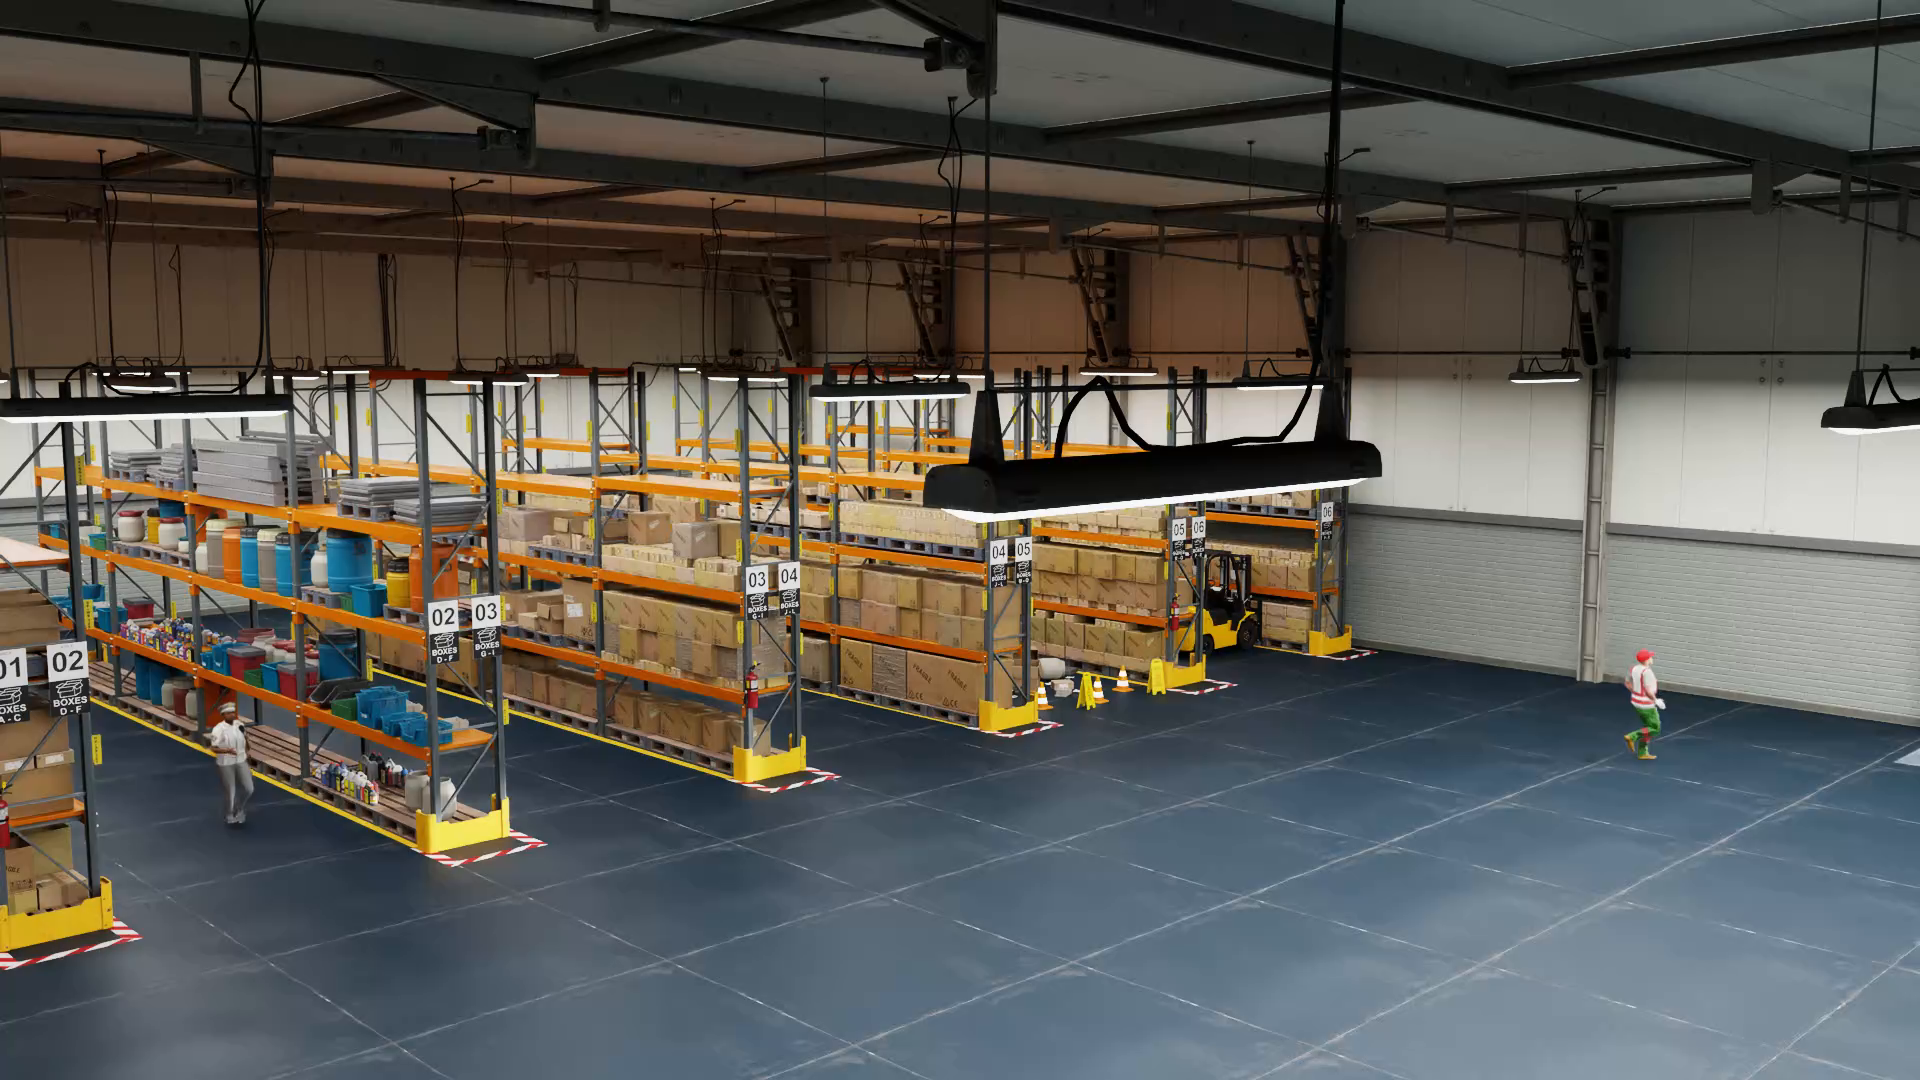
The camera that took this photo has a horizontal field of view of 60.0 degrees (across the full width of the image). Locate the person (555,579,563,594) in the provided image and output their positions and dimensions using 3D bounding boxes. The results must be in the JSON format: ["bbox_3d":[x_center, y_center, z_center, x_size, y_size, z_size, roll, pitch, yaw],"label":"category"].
[{"bbox_3d":[-8.476,1.578,35.405,0.603,1.568,0.561,5,8,40],"label":"person"}]

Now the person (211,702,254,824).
[{"bbox_3d":[-9.690,2.996,22.231,0.599,1.676,0.561,6,9,41],"label":"person"}]

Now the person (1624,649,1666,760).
[{"bbox_3d":[10.575,2.558,25.841,0.606,1.740,0.658,-1,7,-9],"label":"person"}]

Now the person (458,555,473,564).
[{"bbox_3d":[-11.613,1.045,39.040,0.721,1.805,0.796,2,7,14],"label":"person"}]
